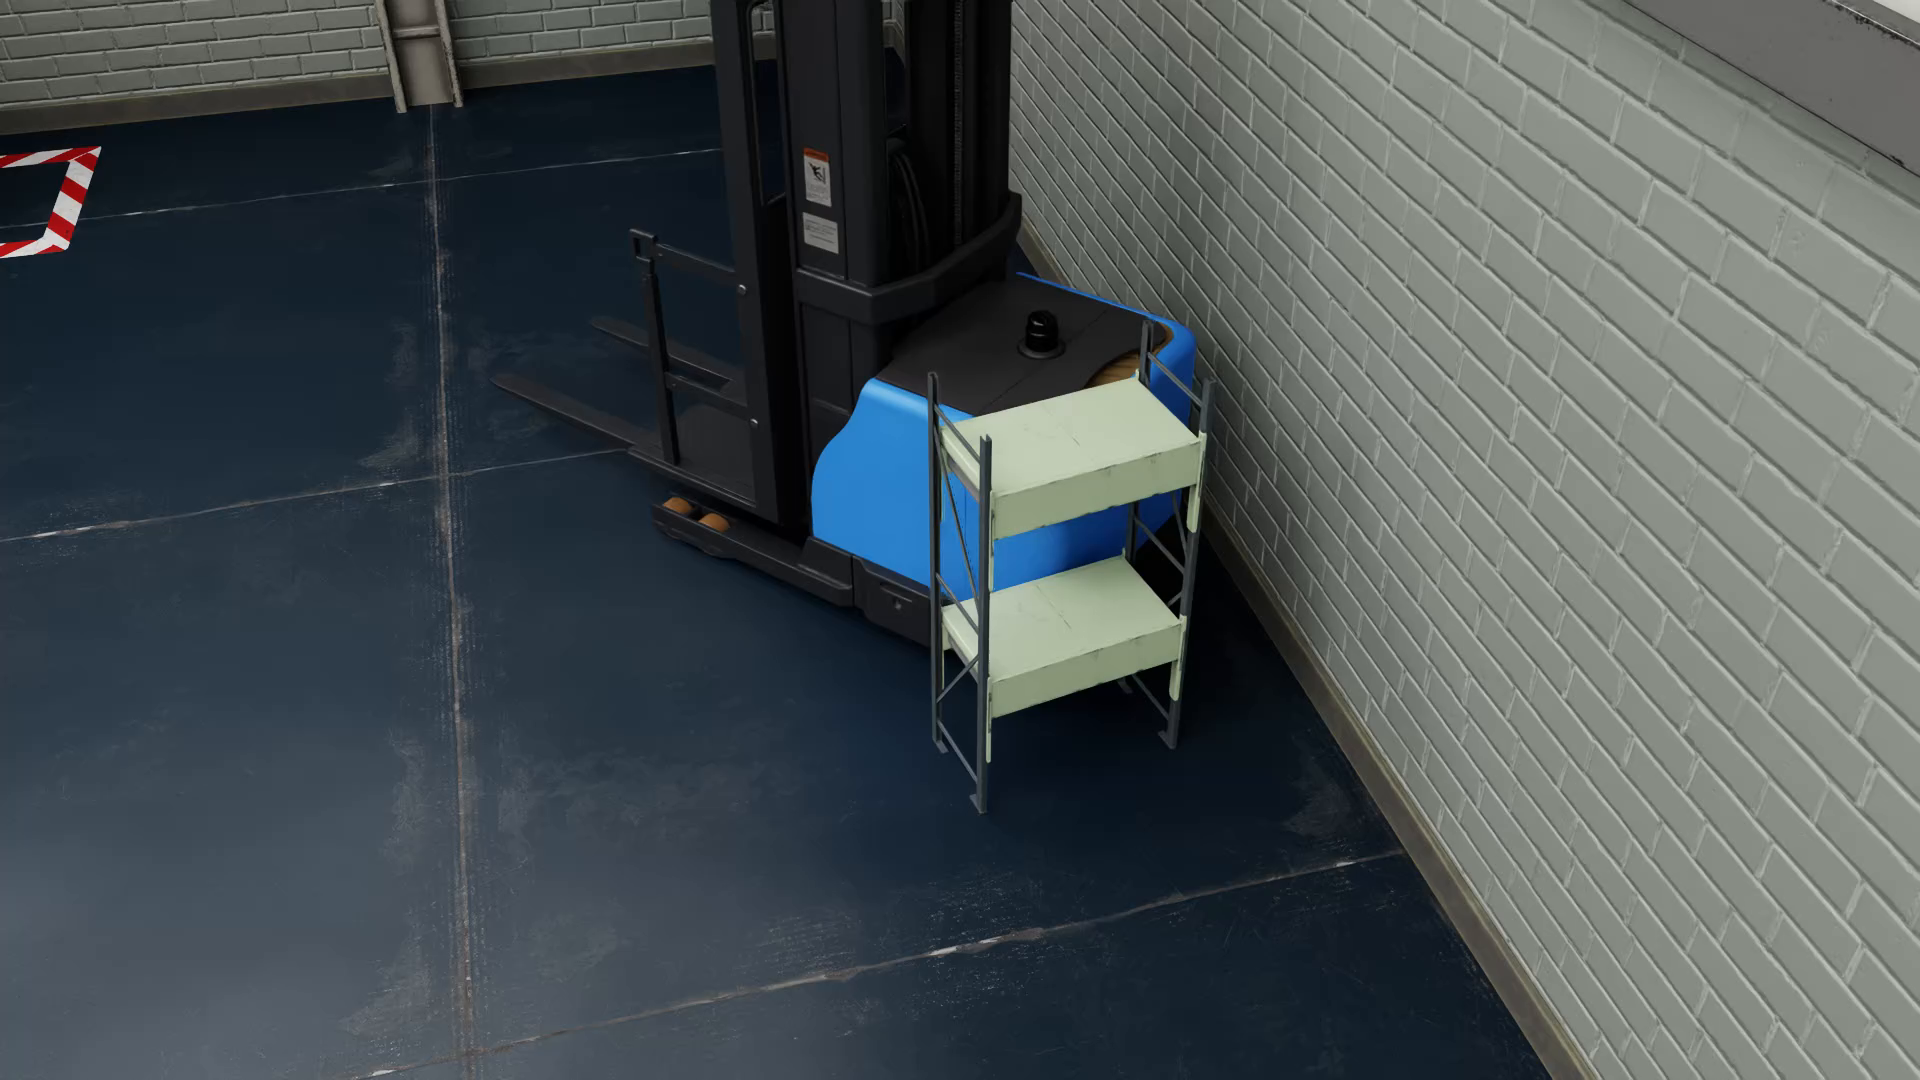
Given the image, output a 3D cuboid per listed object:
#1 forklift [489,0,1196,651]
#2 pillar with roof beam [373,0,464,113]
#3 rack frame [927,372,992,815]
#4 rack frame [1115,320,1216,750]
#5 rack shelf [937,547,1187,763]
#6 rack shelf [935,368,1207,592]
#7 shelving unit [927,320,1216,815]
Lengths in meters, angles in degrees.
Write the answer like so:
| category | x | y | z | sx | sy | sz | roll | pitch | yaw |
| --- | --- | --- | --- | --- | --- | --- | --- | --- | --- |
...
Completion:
| category | x | y | z | sx | sy | sz | roll | pitch | yaw |
| --- | --- | --- | --- | --- | --- | --- | --- | --- | --- |
| forklift | -0.636 | -1.343 | 6.093 | 3.031 | 2.935 | 1.130 | 23 | 43 | 27 |
| pillar with roof beam | -2.163 | -3.780 | 4.285 | 0.400 | 9.000 | 9.100 | -9 | 38 | -12 |
| rack frame | -0.004 | 0.208 | 5.243 | 0.023 | 1.500 | 0.400 | -16 | 40 | -19 |
| rack frame | 0.661 | 0.022 | 5.486 | 0.023 | 1.500 | 0.400 | -16 | 40 | -19 |
| rack shelf | 0.329 | 0.374 | 5.563 | 0.720 | 0.370 | 0.431 | -16 | 40 | -19 |
| rack shelf | 0.329 | -0.195 | 5.128 | 0.720 | 0.370 | 0.431 | -16 | 40 | -19 |
| shelving unit | 0.329 | 0.115 | 5.365 | 0.755 | 1.500 | 0.431 | -16 | 40 | -19 |
